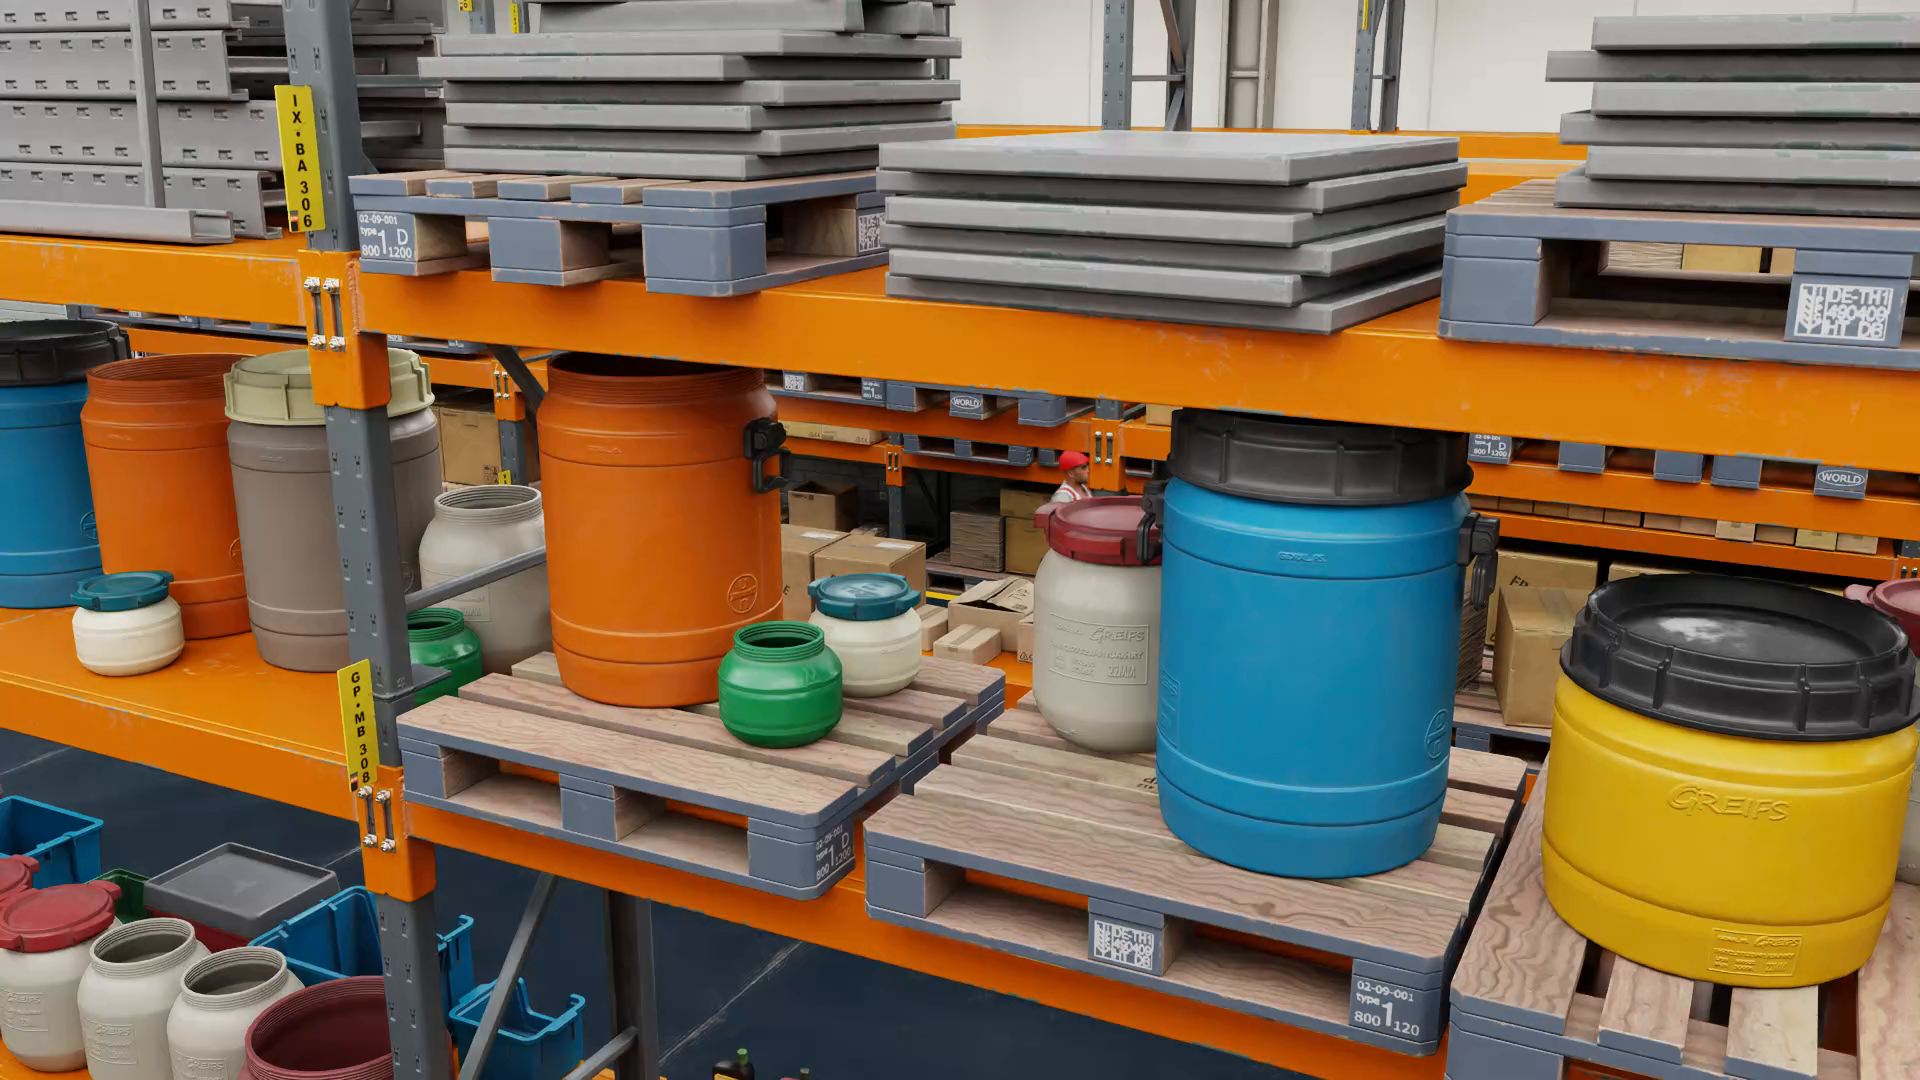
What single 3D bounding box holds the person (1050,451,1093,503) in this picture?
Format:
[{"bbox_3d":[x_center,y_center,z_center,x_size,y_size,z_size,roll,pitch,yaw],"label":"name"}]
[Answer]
[{"bbox_3d":[0.996,0.187,12.814,0.559,1.790,0.511,8,17,25],"label":"person"}]
